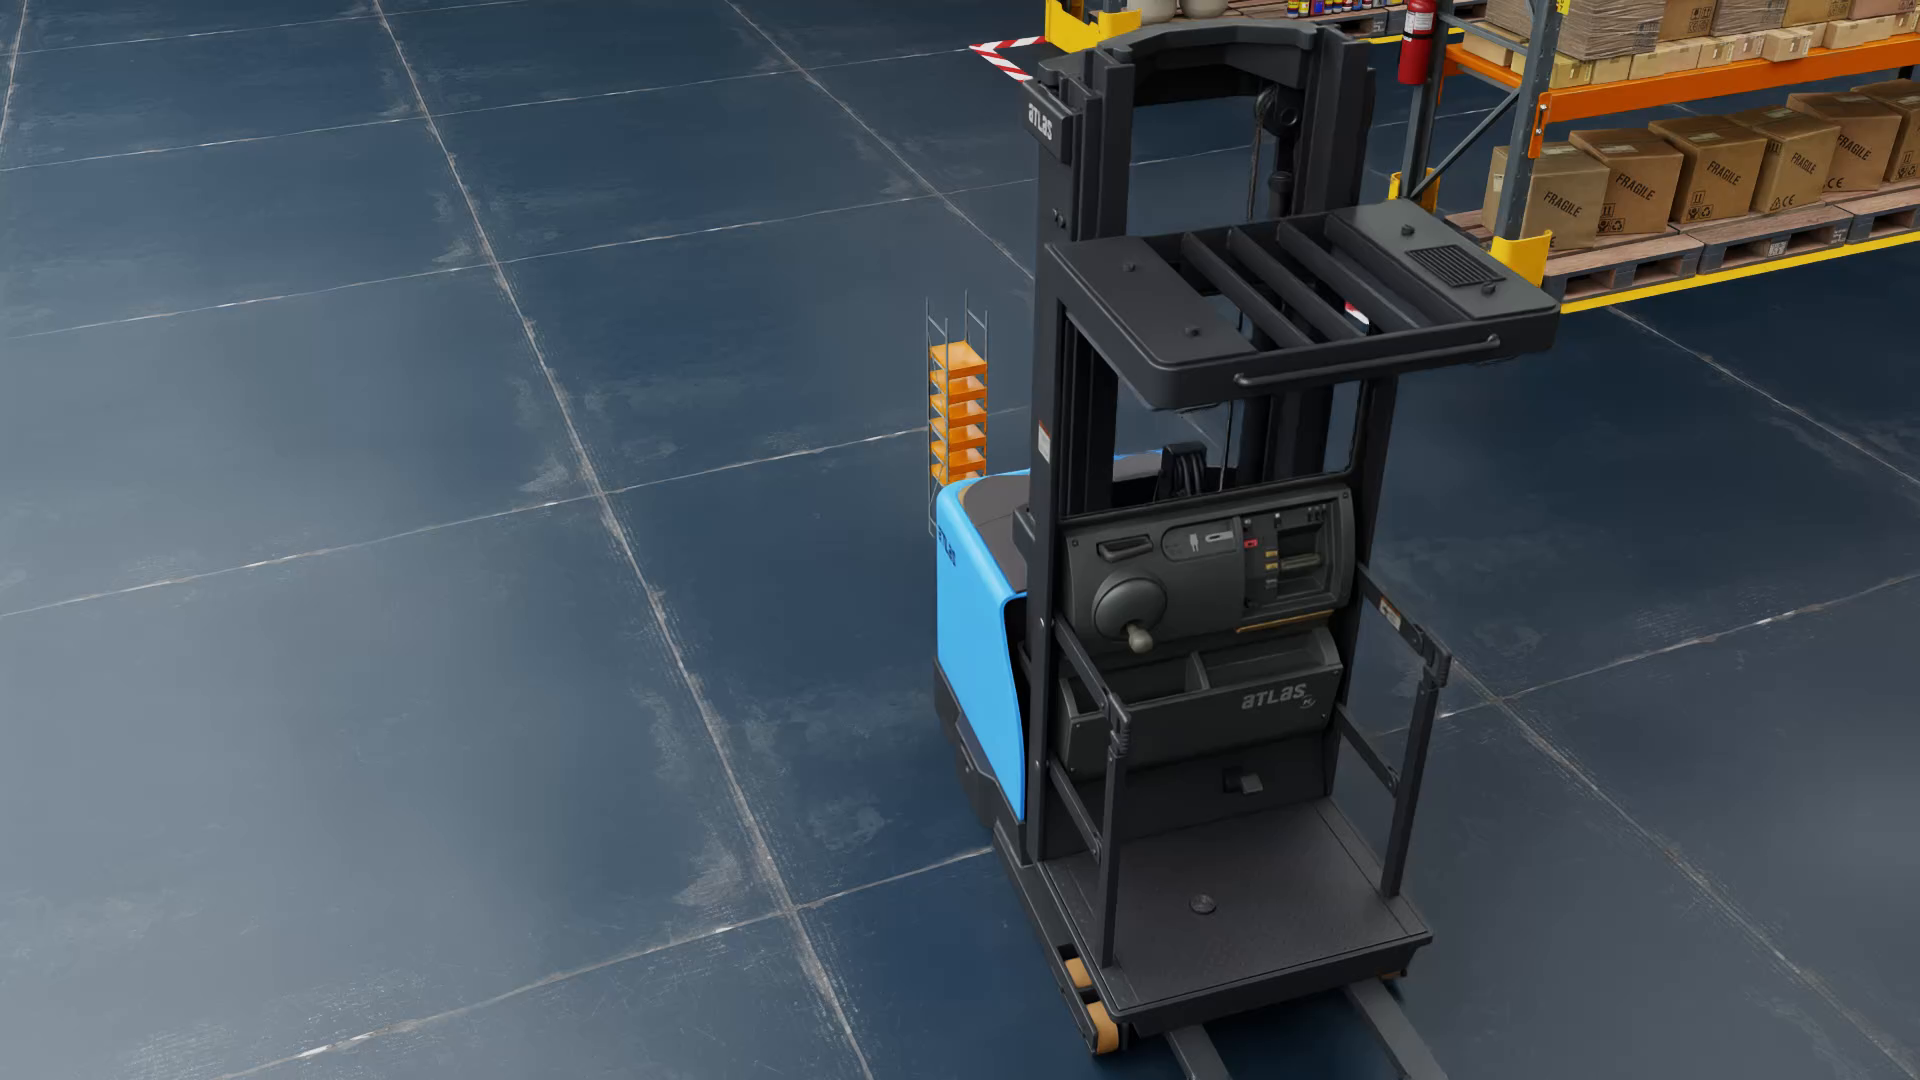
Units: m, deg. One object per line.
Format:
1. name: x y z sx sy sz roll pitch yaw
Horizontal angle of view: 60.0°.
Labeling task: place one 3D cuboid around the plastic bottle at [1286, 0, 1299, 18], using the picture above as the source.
1. plastic bottle: 2.841 -4.591 14.154 0.097 0.271 0.097 0 33 0

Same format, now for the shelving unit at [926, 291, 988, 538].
1. shelving unit: -0.013 -0.500 7.418 0.189 1.200 0.258 -13 35 -19

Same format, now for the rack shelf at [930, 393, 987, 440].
1. rack shelf: -0.013 -0.563 7.377 0.180 0.103 0.258 -13 35 -19

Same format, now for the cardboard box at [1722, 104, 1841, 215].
1. cardboard box: 5.203 -2.447 10.667 0.500 0.500 0.500 -16 36 -23

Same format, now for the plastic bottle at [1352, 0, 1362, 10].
1. plastic bottle: 3.436 -4.728 14.364 0.097 0.271 0.097 0 33 0

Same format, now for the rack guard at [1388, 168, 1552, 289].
1. rack guard: 3.036 -1.802 10.061 0.348 0.500 1.175 -13 35 -19

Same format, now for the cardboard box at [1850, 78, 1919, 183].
1. cardboard box: 6.270 -2.742 11.121 0.500 0.500 0.500 -14 36 -20

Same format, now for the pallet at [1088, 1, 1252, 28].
1. pallet: 1.852 -4.364 14.264 1.213 0.211 1.003 -13 35 -19

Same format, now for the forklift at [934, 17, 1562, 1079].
1. forklift: 0.830 0.147 4.836 1.130 2.935 3.031 -10 34 -15

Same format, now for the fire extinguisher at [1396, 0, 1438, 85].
1. fire extinguisher: 2.682 -3.009 9.695 0.183 0.674 0.296 -13 35 -19

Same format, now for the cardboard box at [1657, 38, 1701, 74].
1. cardboard box: 4.018 -2.820 9.565 0.250 0.149 0.380 -13 35 -19

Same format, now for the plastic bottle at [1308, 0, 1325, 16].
1. plastic bottle: 3.057 -4.635 14.210 0.133 0.283 0.061 -12 35 -18

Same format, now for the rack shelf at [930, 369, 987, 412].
1. rack shelf: -0.013 -0.664 7.311 0.180 0.103 0.258 -13 35 -19

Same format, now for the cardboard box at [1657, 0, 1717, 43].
1. cardboard box: 3.898 -3.269 9.659 0.500 0.500 0.875 -13 35 -19

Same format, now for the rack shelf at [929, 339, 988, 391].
1. rack shelf: -0.013 -0.764 7.246 0.180 0.103 0.258 -13 35 -19

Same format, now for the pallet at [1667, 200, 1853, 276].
1. pallet: 4.922 -2.090 10.769 1.213 0.211 1.003 -13 35 -19

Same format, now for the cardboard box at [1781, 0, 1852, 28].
1. cardboard box: 4.842 -3.452 9.941 0.500 0.500 0.875 -13 35 -19

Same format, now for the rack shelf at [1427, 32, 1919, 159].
1. rack shelf: 4.810 -2.955 10.200 4.000 0.370 1.077 -13 35 -19

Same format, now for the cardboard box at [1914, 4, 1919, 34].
1. cardboard box: 5.894 -3.200 10.149 0.250 0.149 0.380 -13 35 -19

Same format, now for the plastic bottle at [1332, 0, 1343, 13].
1. plastic bottle: 3.249 -4.685 14.298 0.097 0.271 0.097 0 33 0

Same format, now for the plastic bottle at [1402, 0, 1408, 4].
1. plastic bottle: 3.943 -4.838 14.523 0.133 0.283 0.061 -11 35 -16

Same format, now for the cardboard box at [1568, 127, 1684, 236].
1. cardboard box: 4.086 -2.229 10.332 0.500 0.500 0.500 -4 33 -6

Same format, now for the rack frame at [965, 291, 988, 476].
1. rack frame: 0.071 -0.519 7.448 0.006 1.200 0.240 -13 35 -19

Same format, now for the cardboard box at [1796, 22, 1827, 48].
1. cardboard box: 4.921 -3.056 9.927 0.250 0.149 0.380 -13 35 -19

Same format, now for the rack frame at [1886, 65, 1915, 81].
1. rack frame: 6.654 -3.678 10.653 0.127 3.000 1.000 -13 35 -19

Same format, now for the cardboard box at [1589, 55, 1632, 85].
1. cardboard box: 3.559 -2.712 9.398 0.250 0.149 0.380 -13 35 -19

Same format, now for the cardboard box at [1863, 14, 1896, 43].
1. cardboard box: 5.398 -3.141 10.057 0.250 0.149 0.380 -13 35 -19

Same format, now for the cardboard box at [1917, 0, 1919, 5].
1. cardboard box: 5.741 -3.693 10.311 0.500 0.500 0.875 -13 35 -19

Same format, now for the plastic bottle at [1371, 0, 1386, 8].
1. plastic bottle: 3.628 -4.790 14.455 0.135 0.276 0.152 -12 35 -18

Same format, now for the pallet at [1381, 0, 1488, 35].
1. pallet: 4.101 -4.879 15.056 1.213 0.211 1.003 -13 35 -19

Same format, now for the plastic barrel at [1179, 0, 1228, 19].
1. plastic barrel: 2.088 -4.741 14.182 0.421 0.512 0.421 0 33 0

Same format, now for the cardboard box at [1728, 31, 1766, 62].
1. cardboard box: 4.471 -2.936 9.743 0.250 0.149 0.380 -13 35 -19
